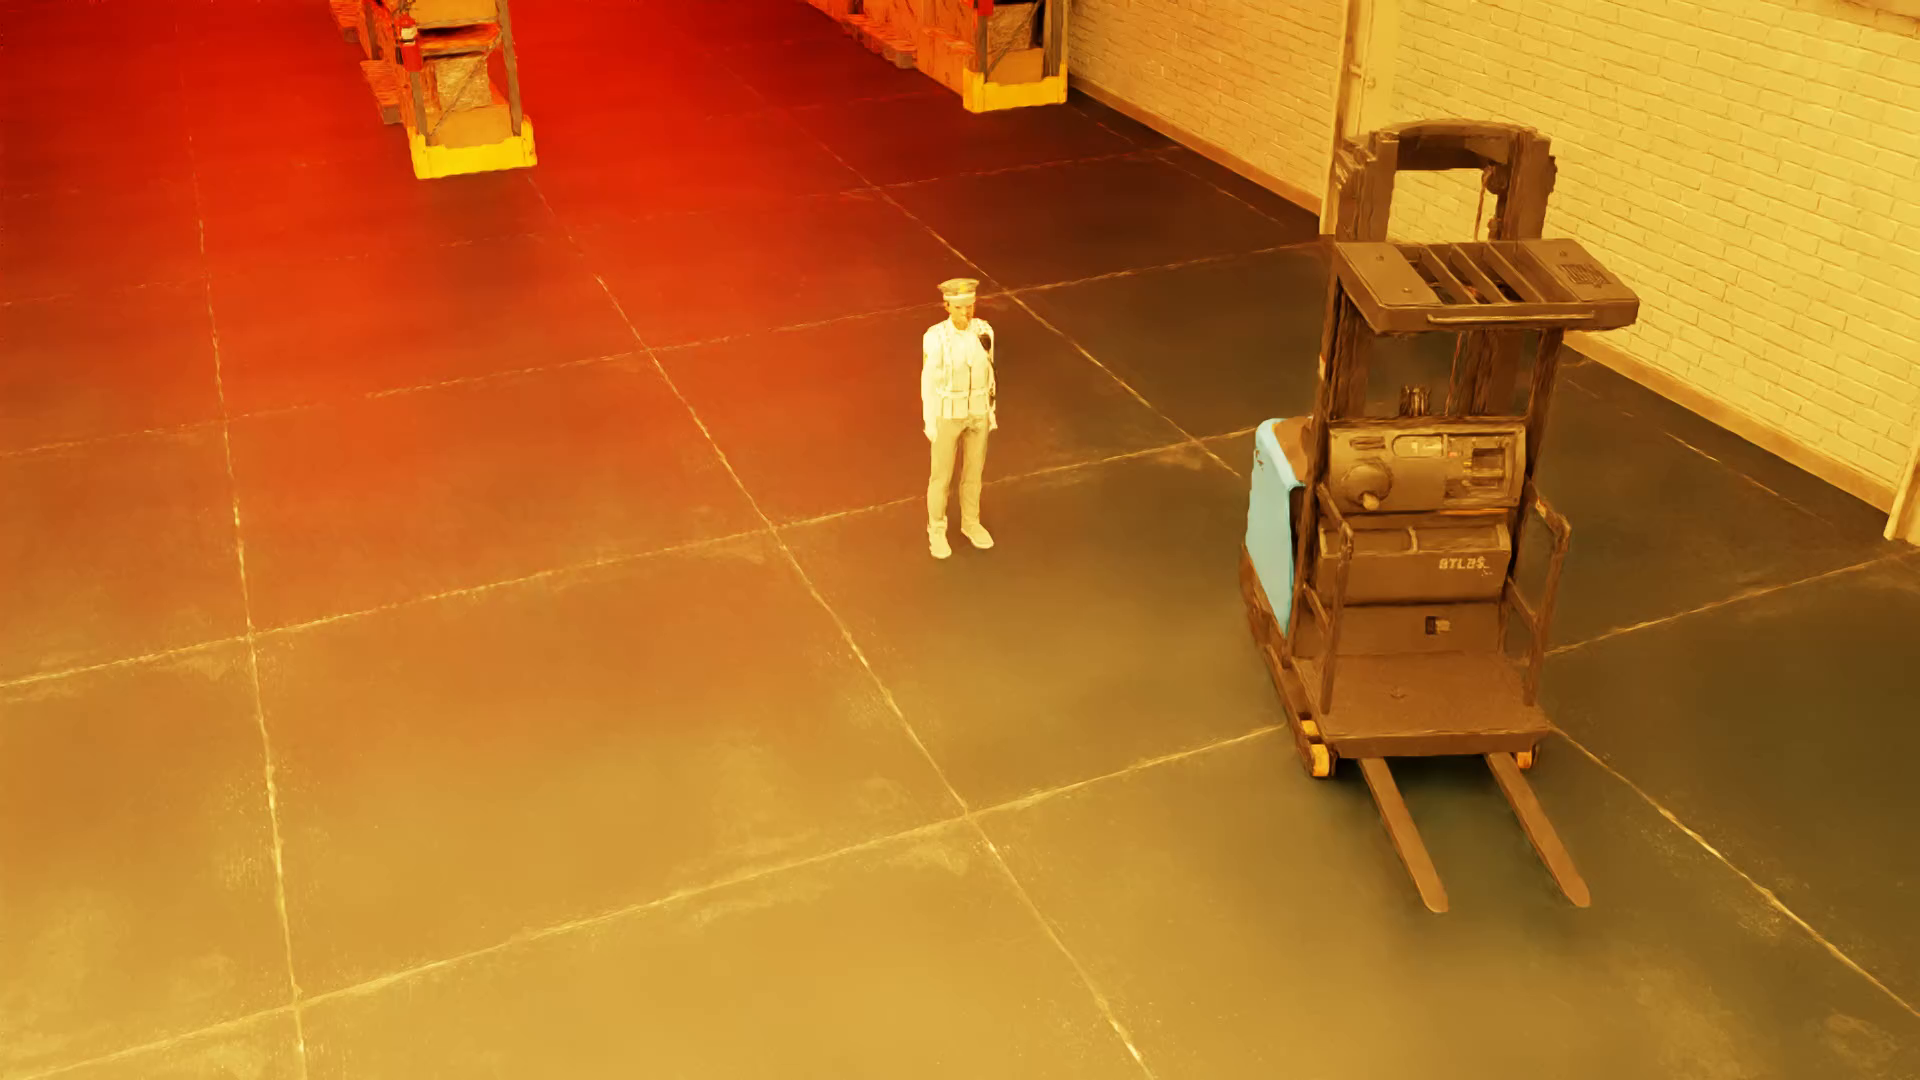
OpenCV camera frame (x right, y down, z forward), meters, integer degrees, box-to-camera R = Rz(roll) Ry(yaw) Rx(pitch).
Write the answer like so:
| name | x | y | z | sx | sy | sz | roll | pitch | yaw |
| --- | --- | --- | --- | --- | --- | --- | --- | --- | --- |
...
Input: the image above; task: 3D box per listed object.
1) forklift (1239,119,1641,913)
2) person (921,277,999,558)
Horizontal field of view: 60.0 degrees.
| name | x | y | z | sx | sy | sz | roll | pitch | yaw |
| --- | --- | --- | --- | --- | --- | --- | --- | --- | --- |
| forklift | 2.211 | -0.292 | 7.630 | 1.130 | 2.935 | 3.031 | -2 | 30 | -3 |
| person | 0.007 | -0.725 | 9.643 | 0.463 | 1.692 | 0.337 | -12 | 32 | -20 |
